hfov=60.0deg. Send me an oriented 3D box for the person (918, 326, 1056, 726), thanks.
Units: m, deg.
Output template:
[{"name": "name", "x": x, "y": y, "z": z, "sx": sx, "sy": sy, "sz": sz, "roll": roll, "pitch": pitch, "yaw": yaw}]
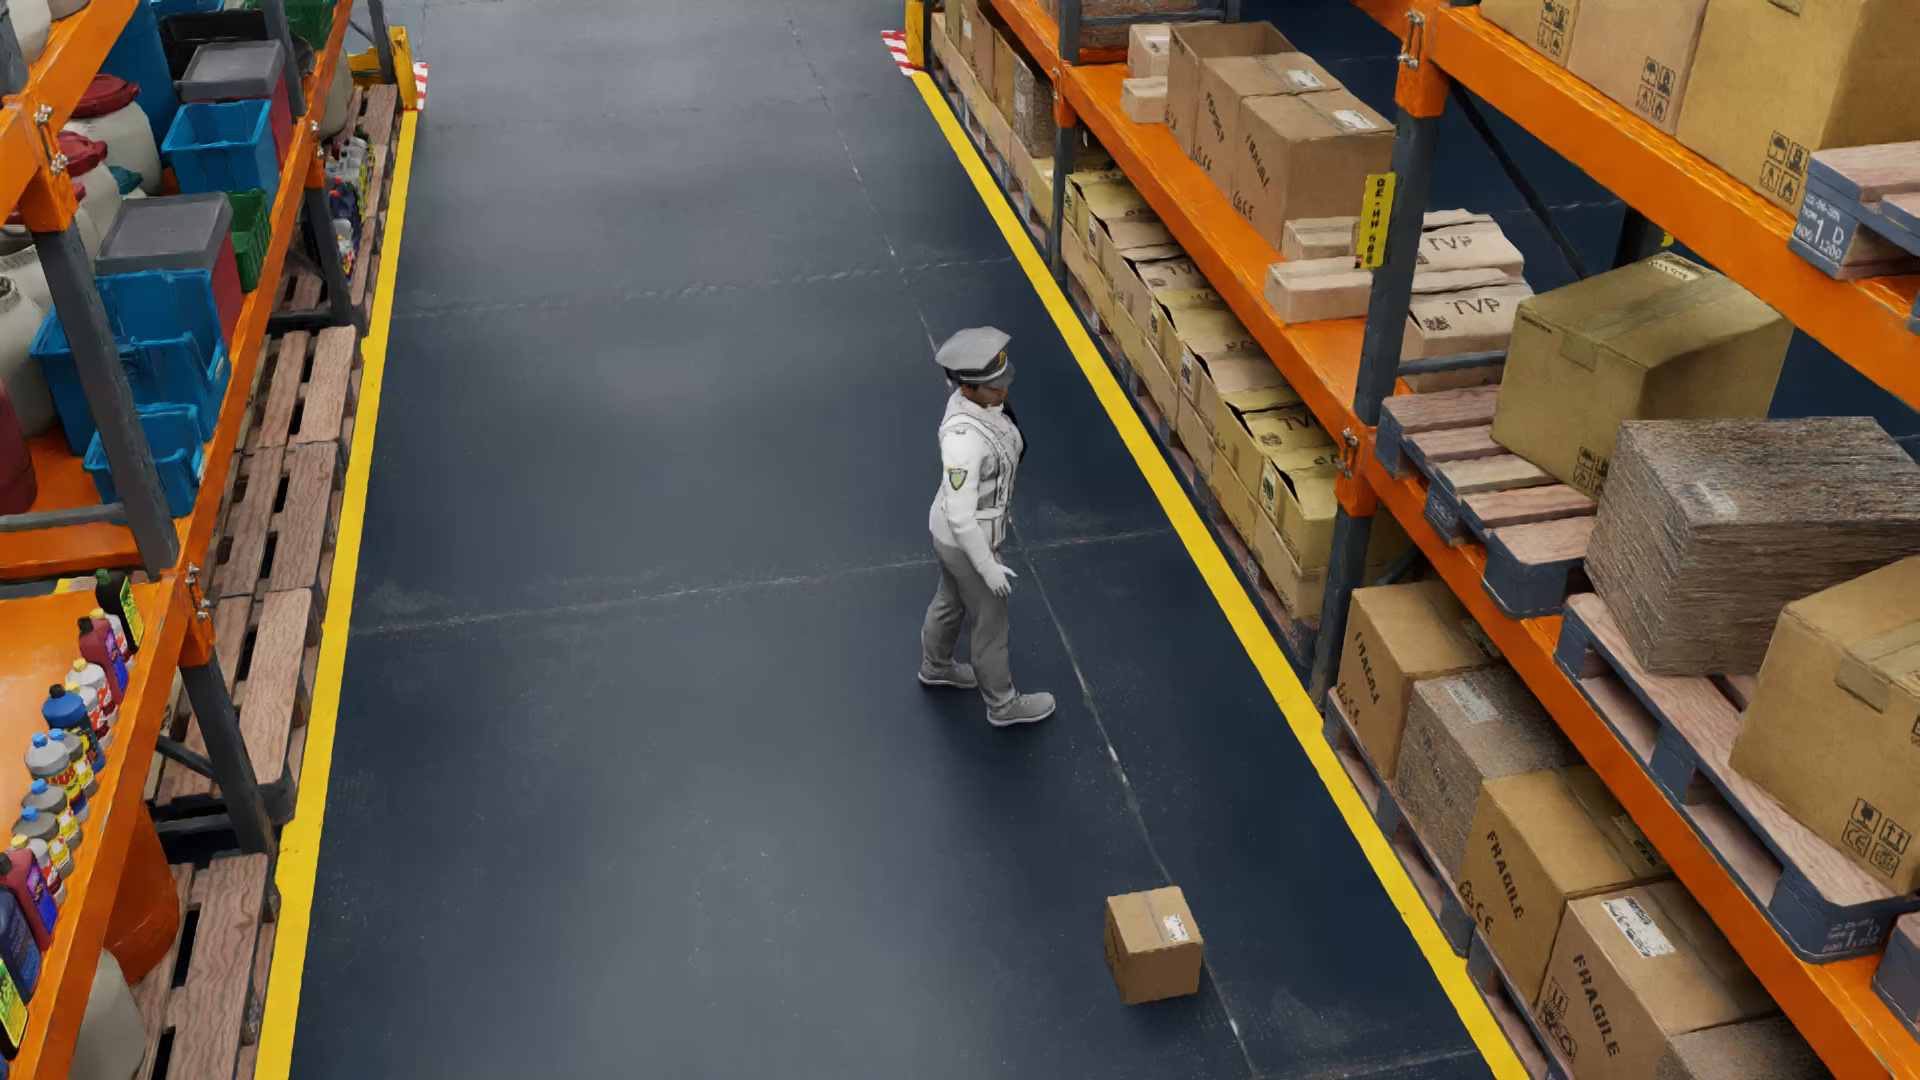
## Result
[{"name": "person", "x": 0.103, "y": -0.011, "z": 6.148, "sx": 0.555, "sy": 1.677, "sz": 0.568, "roll": 3, "pitch": 35, "yaw": 4}]
